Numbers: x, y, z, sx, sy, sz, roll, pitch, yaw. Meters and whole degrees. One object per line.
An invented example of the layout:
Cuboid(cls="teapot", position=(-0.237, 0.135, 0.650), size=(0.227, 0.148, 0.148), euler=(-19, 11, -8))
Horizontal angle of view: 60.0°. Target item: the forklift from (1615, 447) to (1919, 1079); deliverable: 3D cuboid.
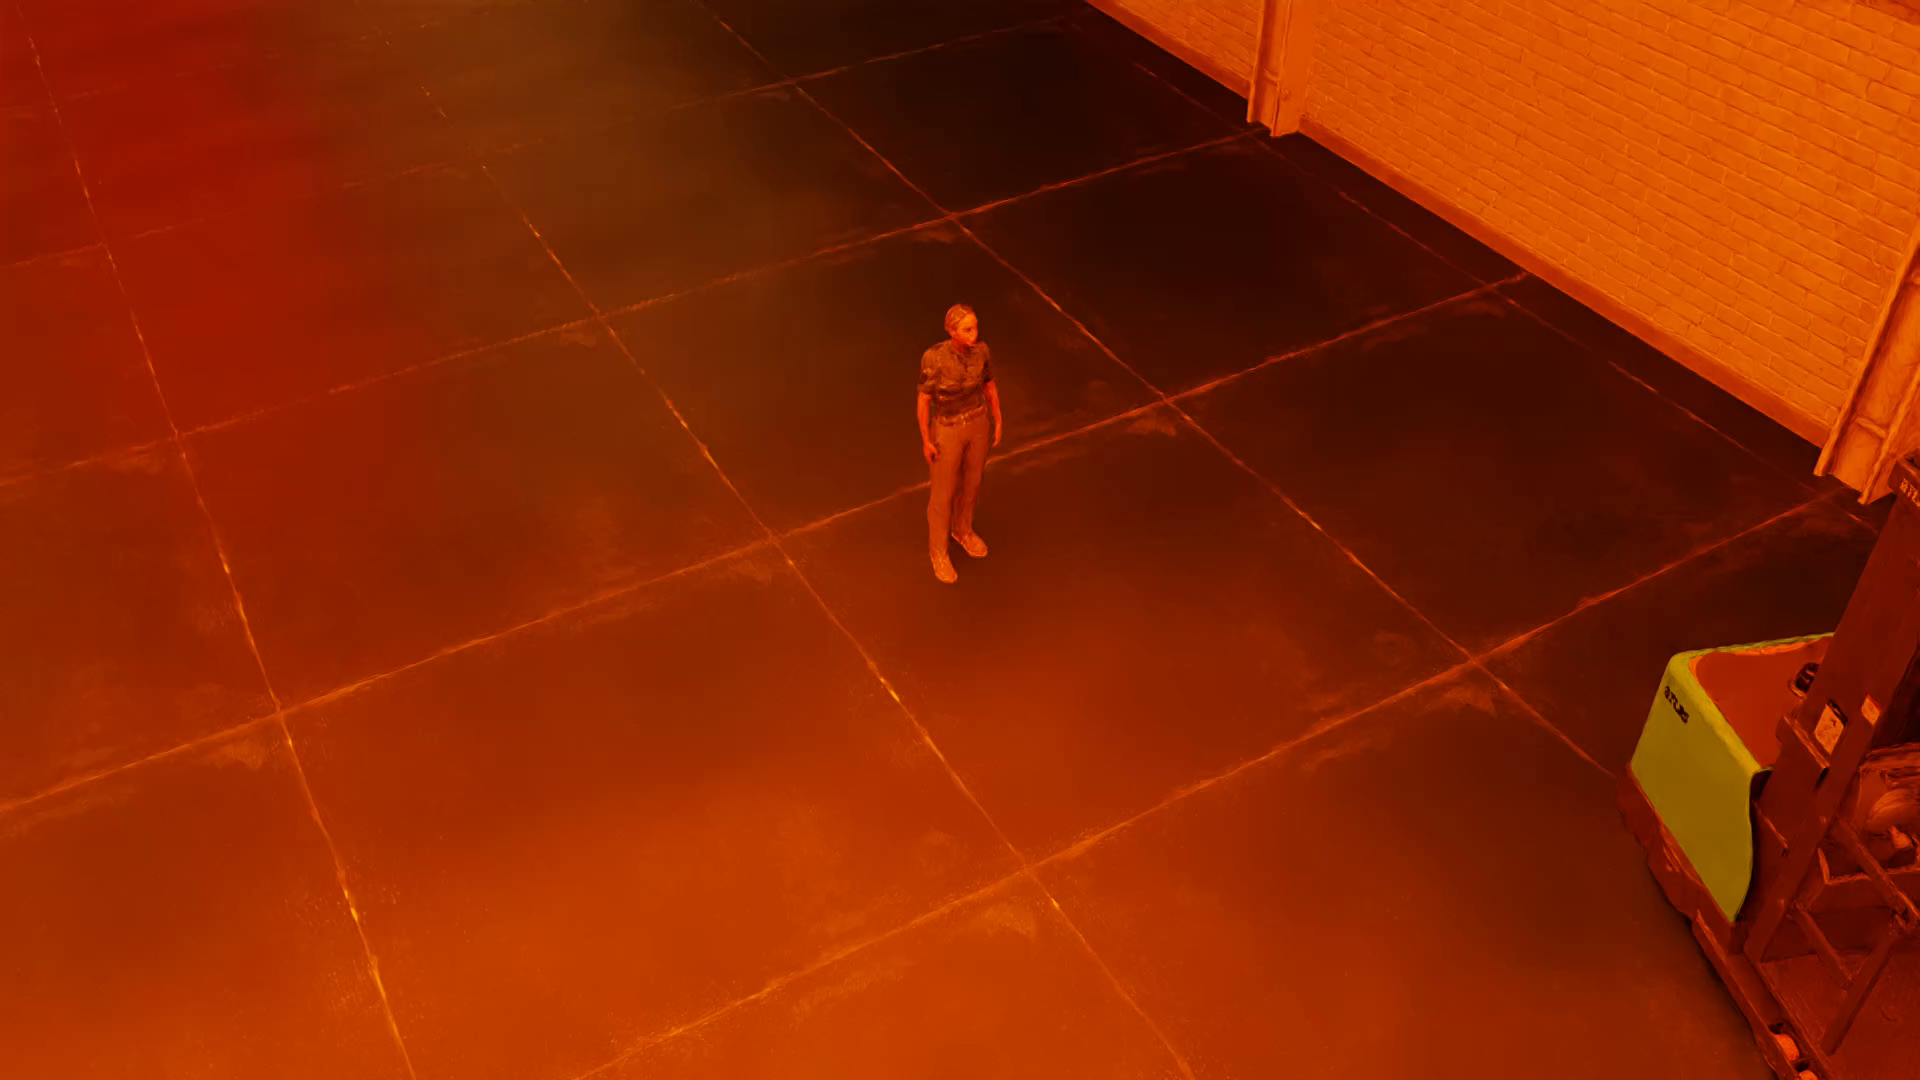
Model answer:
Cuboid(cls="forklift", position=(4.153, 1.115, 6.692), size=(1.130, 2.935, 3.031), euler=(-7, 40, -8))

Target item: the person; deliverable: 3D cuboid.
Cuboid(cls="person", position=(0.027, -0.587, 9.733), size=(0.570, 1.654, 0.503), euler=(-20, 44, -23))
